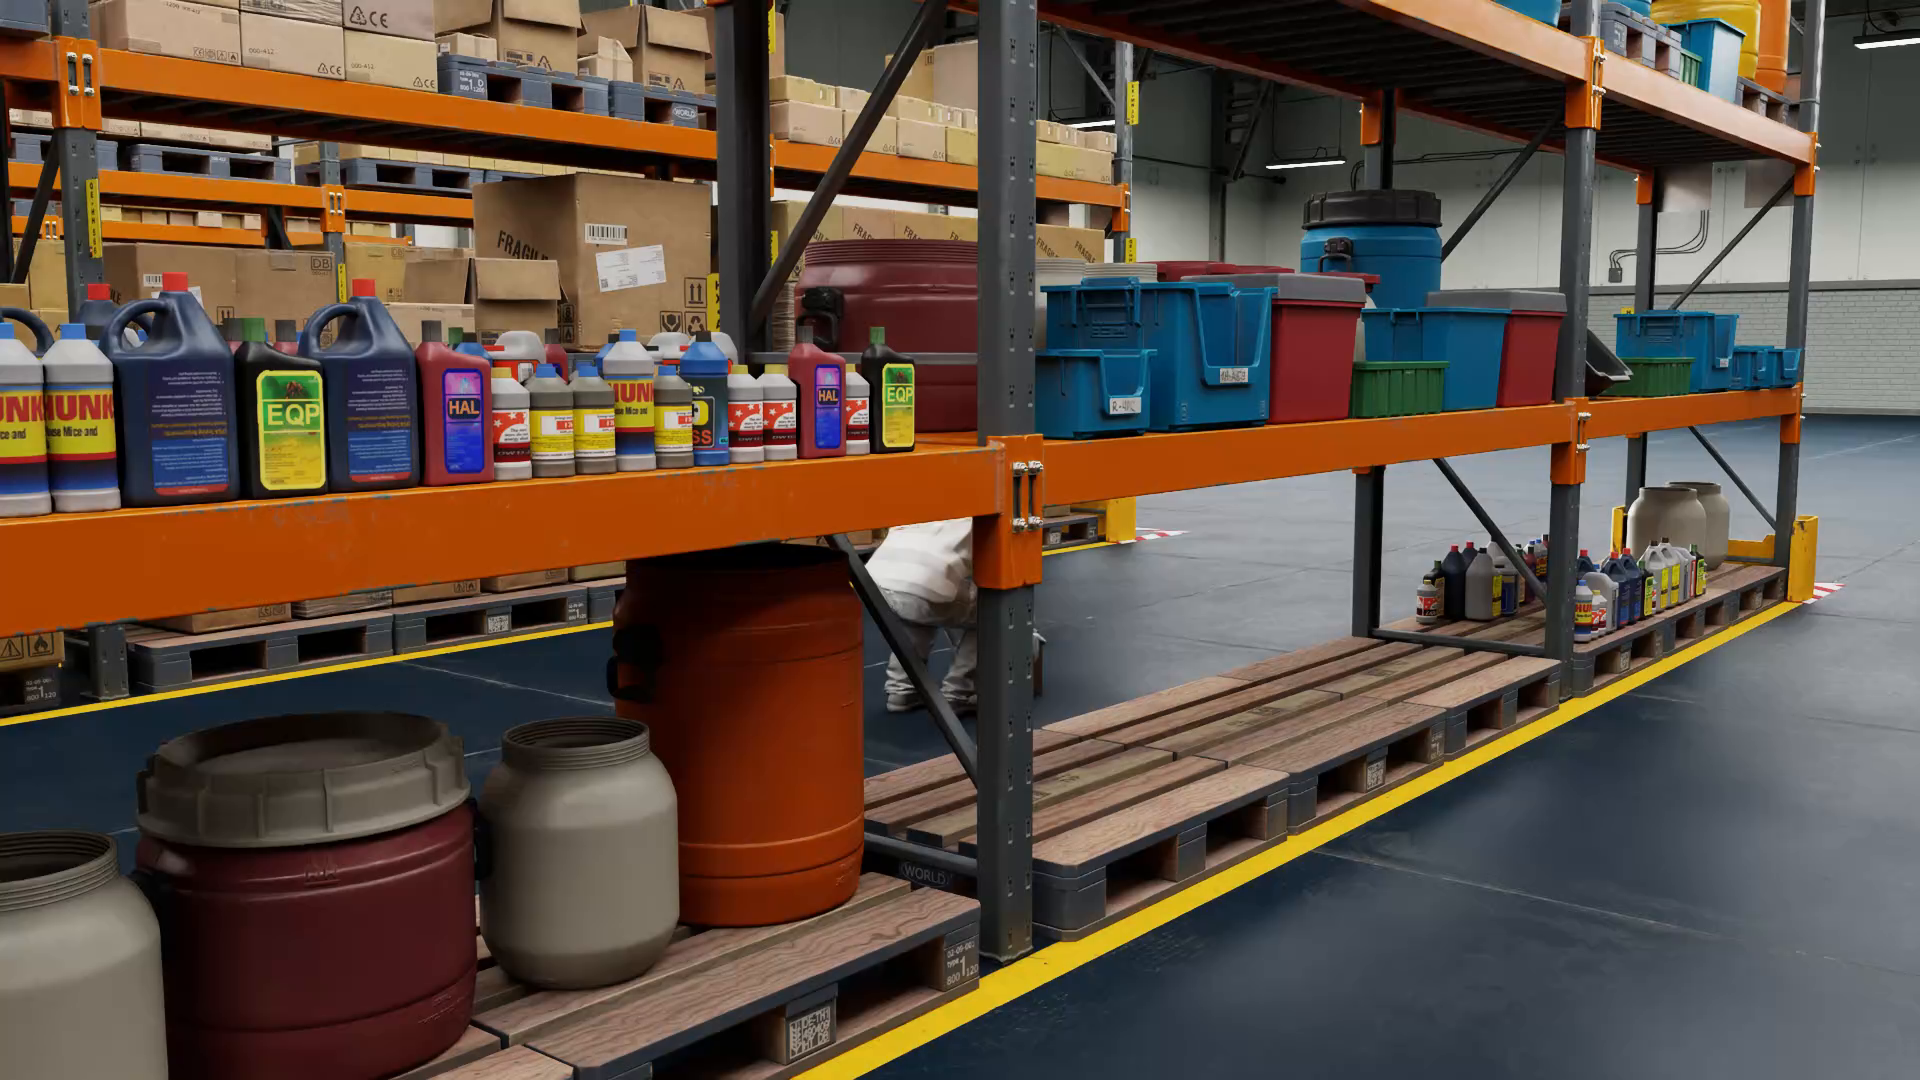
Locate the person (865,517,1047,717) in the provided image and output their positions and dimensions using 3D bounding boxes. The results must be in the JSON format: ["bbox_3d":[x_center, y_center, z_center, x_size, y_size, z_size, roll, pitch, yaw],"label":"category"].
[{"bbox_3d":[-0.073,0.216,7.145,0.574,1.014,0.902,5,8,38],"label":"person"}]
